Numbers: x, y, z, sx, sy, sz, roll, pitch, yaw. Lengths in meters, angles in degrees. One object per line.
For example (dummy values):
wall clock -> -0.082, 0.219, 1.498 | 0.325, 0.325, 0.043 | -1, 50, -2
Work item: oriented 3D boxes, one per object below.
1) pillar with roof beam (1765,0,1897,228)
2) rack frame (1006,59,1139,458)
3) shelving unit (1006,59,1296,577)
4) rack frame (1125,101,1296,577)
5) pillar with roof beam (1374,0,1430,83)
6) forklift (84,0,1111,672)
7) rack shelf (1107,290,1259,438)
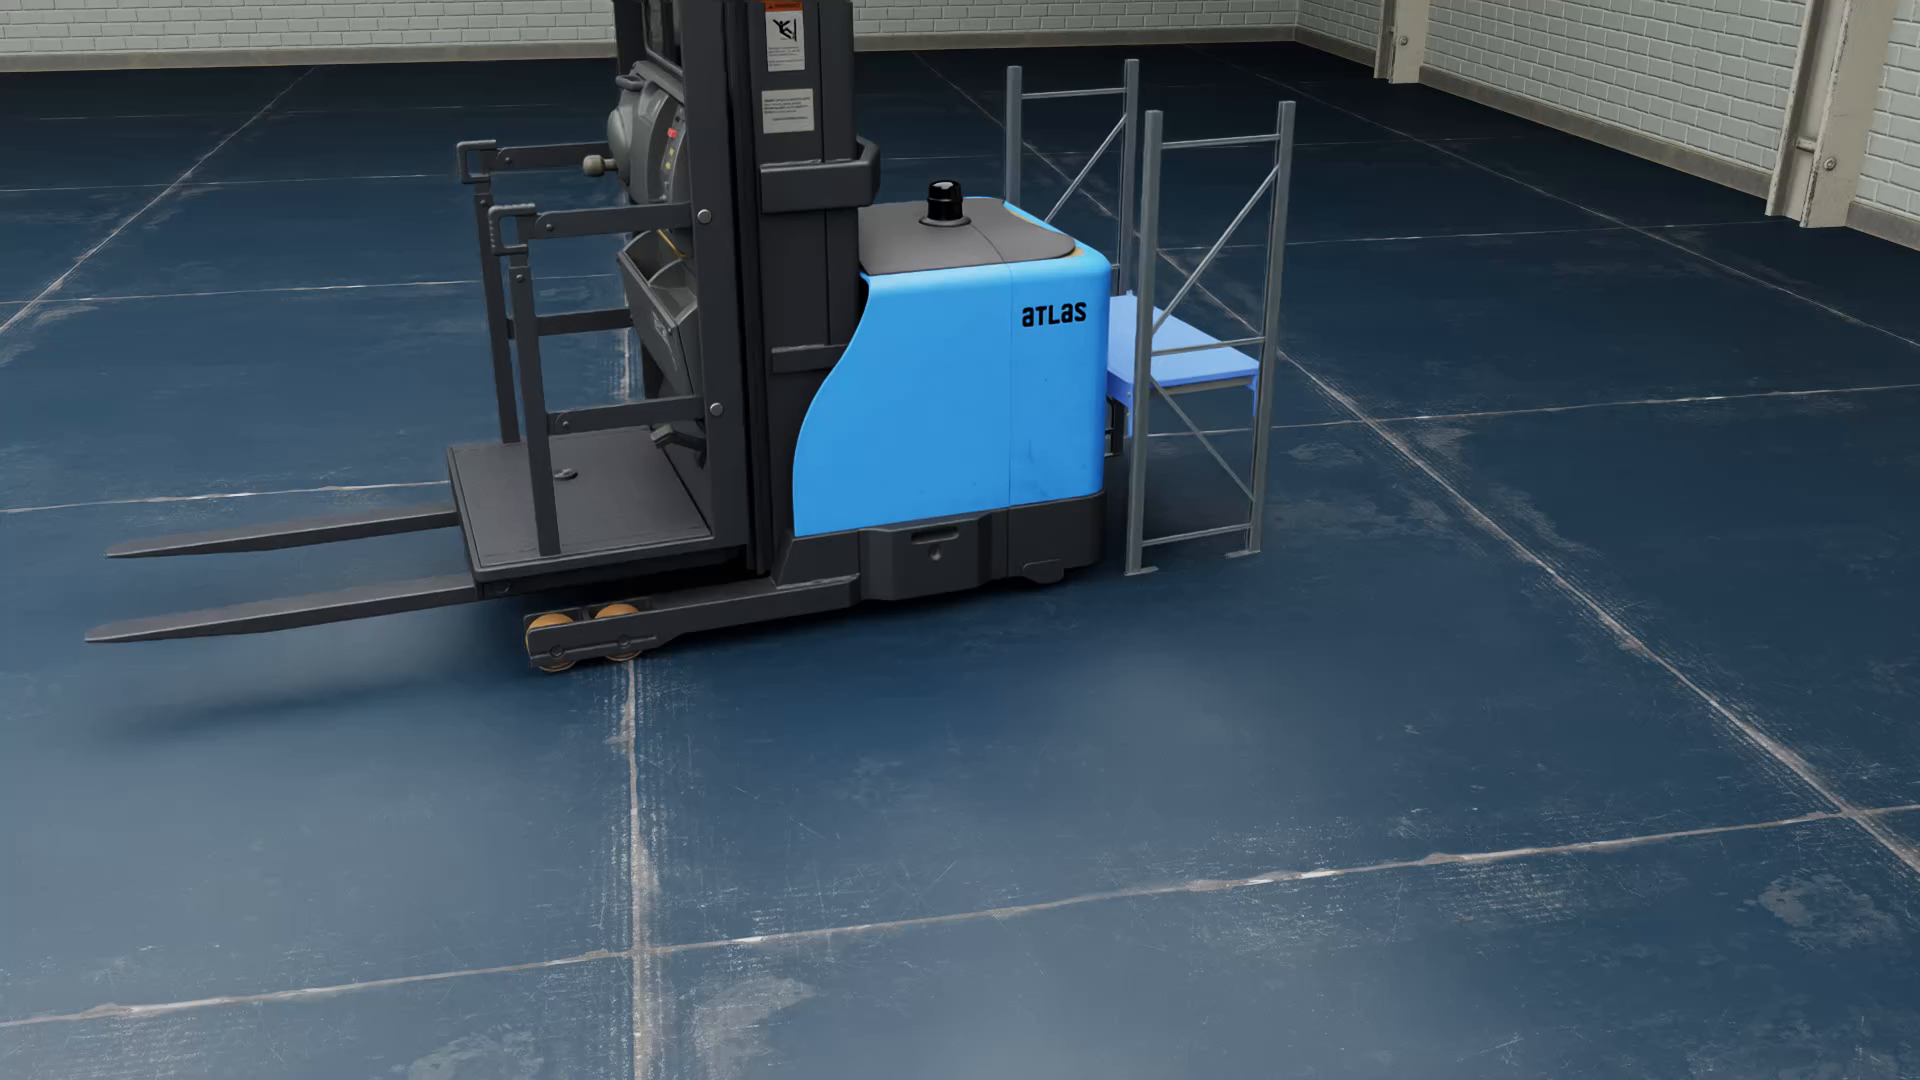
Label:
pillar with roof beam -> 1.006, -5.787, 7.757 | 9.100, 9.000, 0.400 | -4, 24, -10
rack frame -> 0.400, -0.986, 6.135 | 0.500, 1.500, 0.032 | -9, 25, -20
shelving unit -> 0.592, -0.798, 5.703 | 0.538, 1.500, 1.048 | -9, 25, -20
rack frame -> 0.783, -0.609, 5.271 | 0.500, 1.500, 0.032 | -9, 25, -20
pillar with roof beam -> -0.103, -8.147, 13.161 | 9.100, 9.000, 0.400 | -4, 24, -10
forklift -> -1.096, -1.196, 4.827 | 3.031, 2.935, 1.130 | -8, 25, -18
rack shelf -> 0.592, -0.633, 5.775 | 0.538, 0.185, 1.000 | -9, 25, -20
